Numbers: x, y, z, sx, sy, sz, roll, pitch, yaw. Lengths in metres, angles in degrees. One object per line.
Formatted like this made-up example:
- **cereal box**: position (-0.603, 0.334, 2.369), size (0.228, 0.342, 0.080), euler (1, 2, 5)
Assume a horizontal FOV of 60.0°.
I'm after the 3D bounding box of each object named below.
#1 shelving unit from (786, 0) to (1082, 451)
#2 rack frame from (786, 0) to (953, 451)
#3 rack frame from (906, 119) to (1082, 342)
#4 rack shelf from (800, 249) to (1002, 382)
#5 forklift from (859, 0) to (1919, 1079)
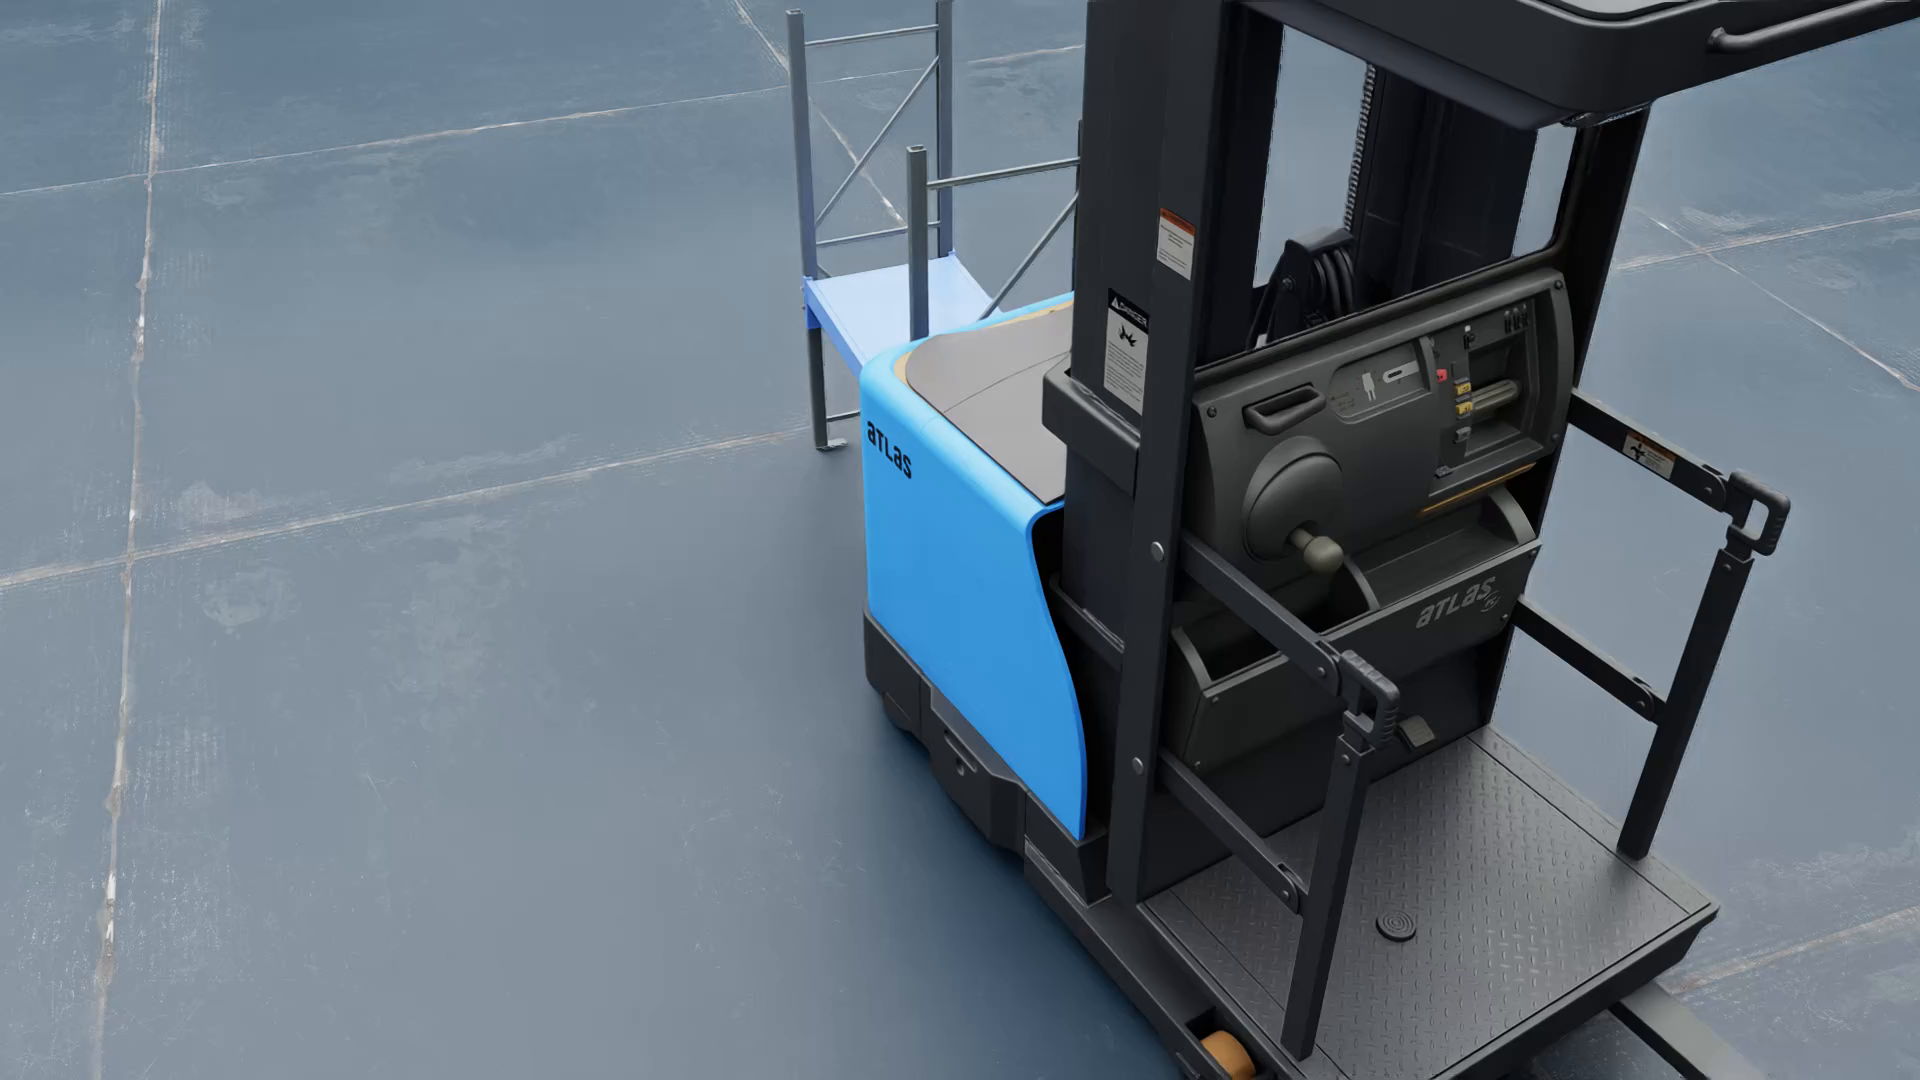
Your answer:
- **shelving unit**: position (-0.077, -0.681, 4.908), size (0.538, 1.500, 1.048), euler (-13, 39, -17)
- **rack frame**: position (-0.262, -0.966, 5.286), size (0.500, 1.500, 0.032), euler (-13, 39, -17)
- **rack frame**: position (0.108, -0.396, 4.529), size (0.500, 1.500, 0.032), euler (-13, 39, -17)
- **rack shelf**: position (-0.077, -0.537, 5.016), size (0.538, 0.185, 1.000), euler (-13, 39, -17)
- **forklift**: position (0.945, -0.163, 3.031), size (1.130, 2.935, 3.031), euler (-21, 42, -25)
